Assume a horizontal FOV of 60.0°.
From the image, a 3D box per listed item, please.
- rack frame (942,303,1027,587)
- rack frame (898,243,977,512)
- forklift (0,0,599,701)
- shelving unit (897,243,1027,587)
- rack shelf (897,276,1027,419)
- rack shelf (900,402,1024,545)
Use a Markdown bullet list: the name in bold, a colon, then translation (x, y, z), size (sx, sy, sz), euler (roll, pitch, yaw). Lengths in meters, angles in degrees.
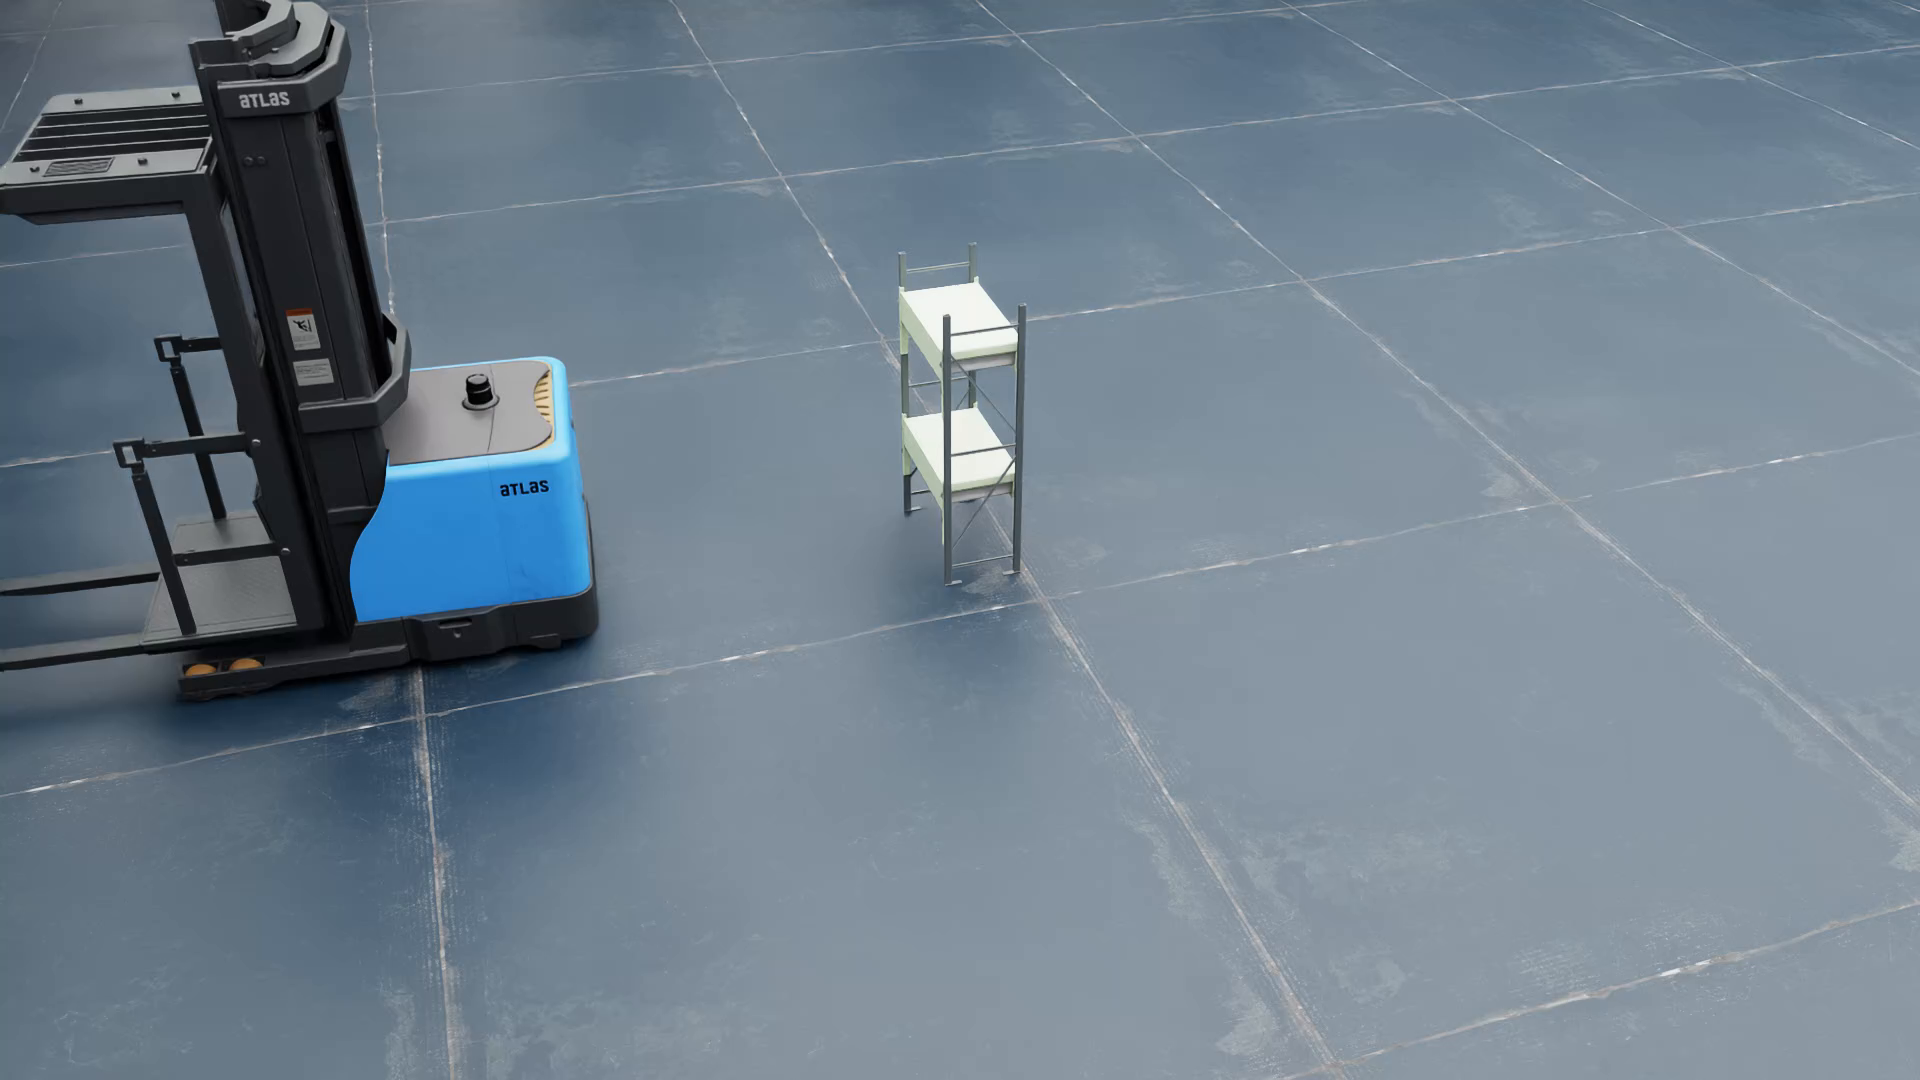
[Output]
- **rack frame**: translation (0.114, -0.430, 8.040), size (0.400, 1.500, 0.023), euler (-10, 35, -15)
- **rack frame**: translation (-0.110, -0.814, 8.622), size (0.400, 1.500, 0.023), euler (-10, 35, -15)
- **forklift**: translation (-3.312, -0.805, 7.310), size (3.031, 2.935, 1.130), euler (-7, 34, -11)
- **shelving unit**: translation (0.002, -0.622, 8.331), size (0.431, 1.500, 0.755), euler (-10, 35, -15)
- **rack shelf**: translation (0.002, -0.948, 8.116), size (0.431, 0.370, 0.720), euler (-10, 35, -15)
- **rack shelf**: translation (0.002, -0.350, 8.511), size (0.431, 0.370, 0.720), euler (-10, 35, -15)
